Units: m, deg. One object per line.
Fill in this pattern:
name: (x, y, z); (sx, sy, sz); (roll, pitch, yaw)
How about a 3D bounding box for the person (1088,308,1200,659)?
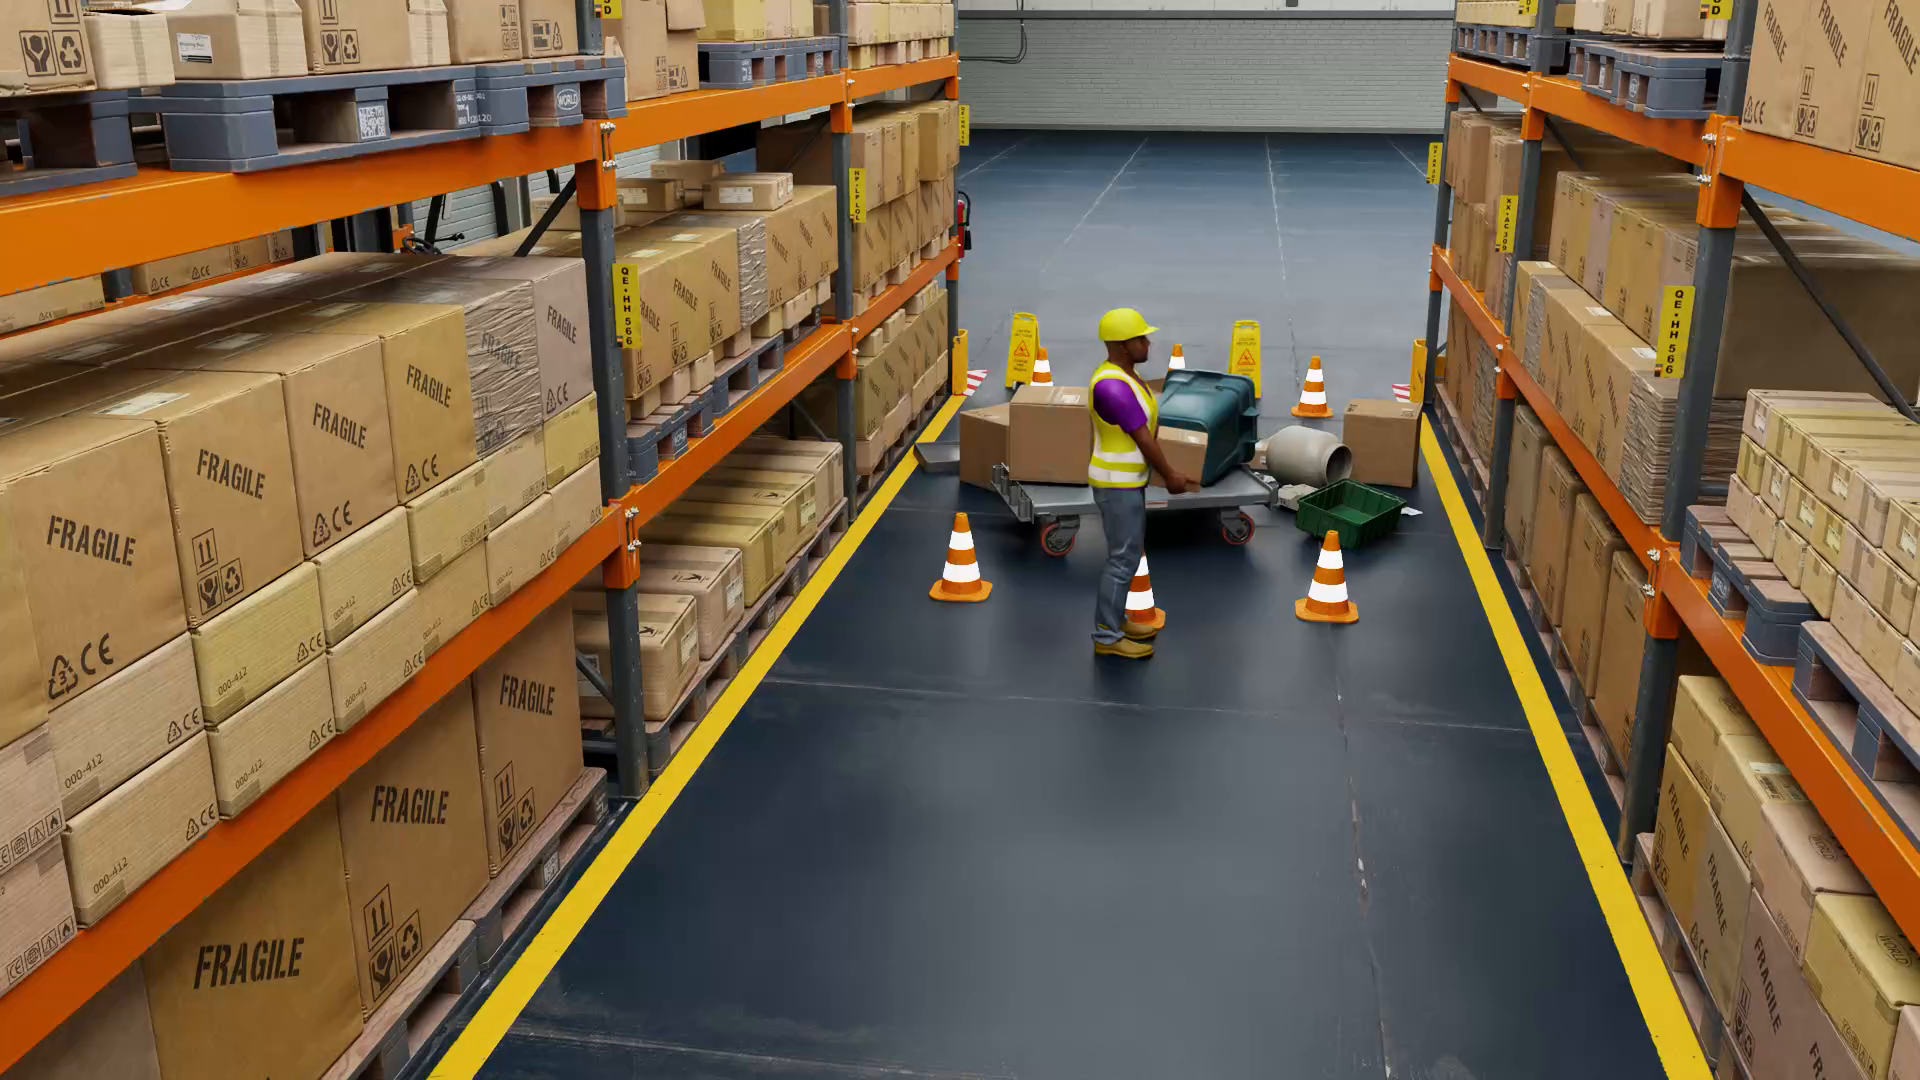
person: (0.931, -0.290, 8.421); (0.567, 1.763, 0.505); (3, 18, 9)
